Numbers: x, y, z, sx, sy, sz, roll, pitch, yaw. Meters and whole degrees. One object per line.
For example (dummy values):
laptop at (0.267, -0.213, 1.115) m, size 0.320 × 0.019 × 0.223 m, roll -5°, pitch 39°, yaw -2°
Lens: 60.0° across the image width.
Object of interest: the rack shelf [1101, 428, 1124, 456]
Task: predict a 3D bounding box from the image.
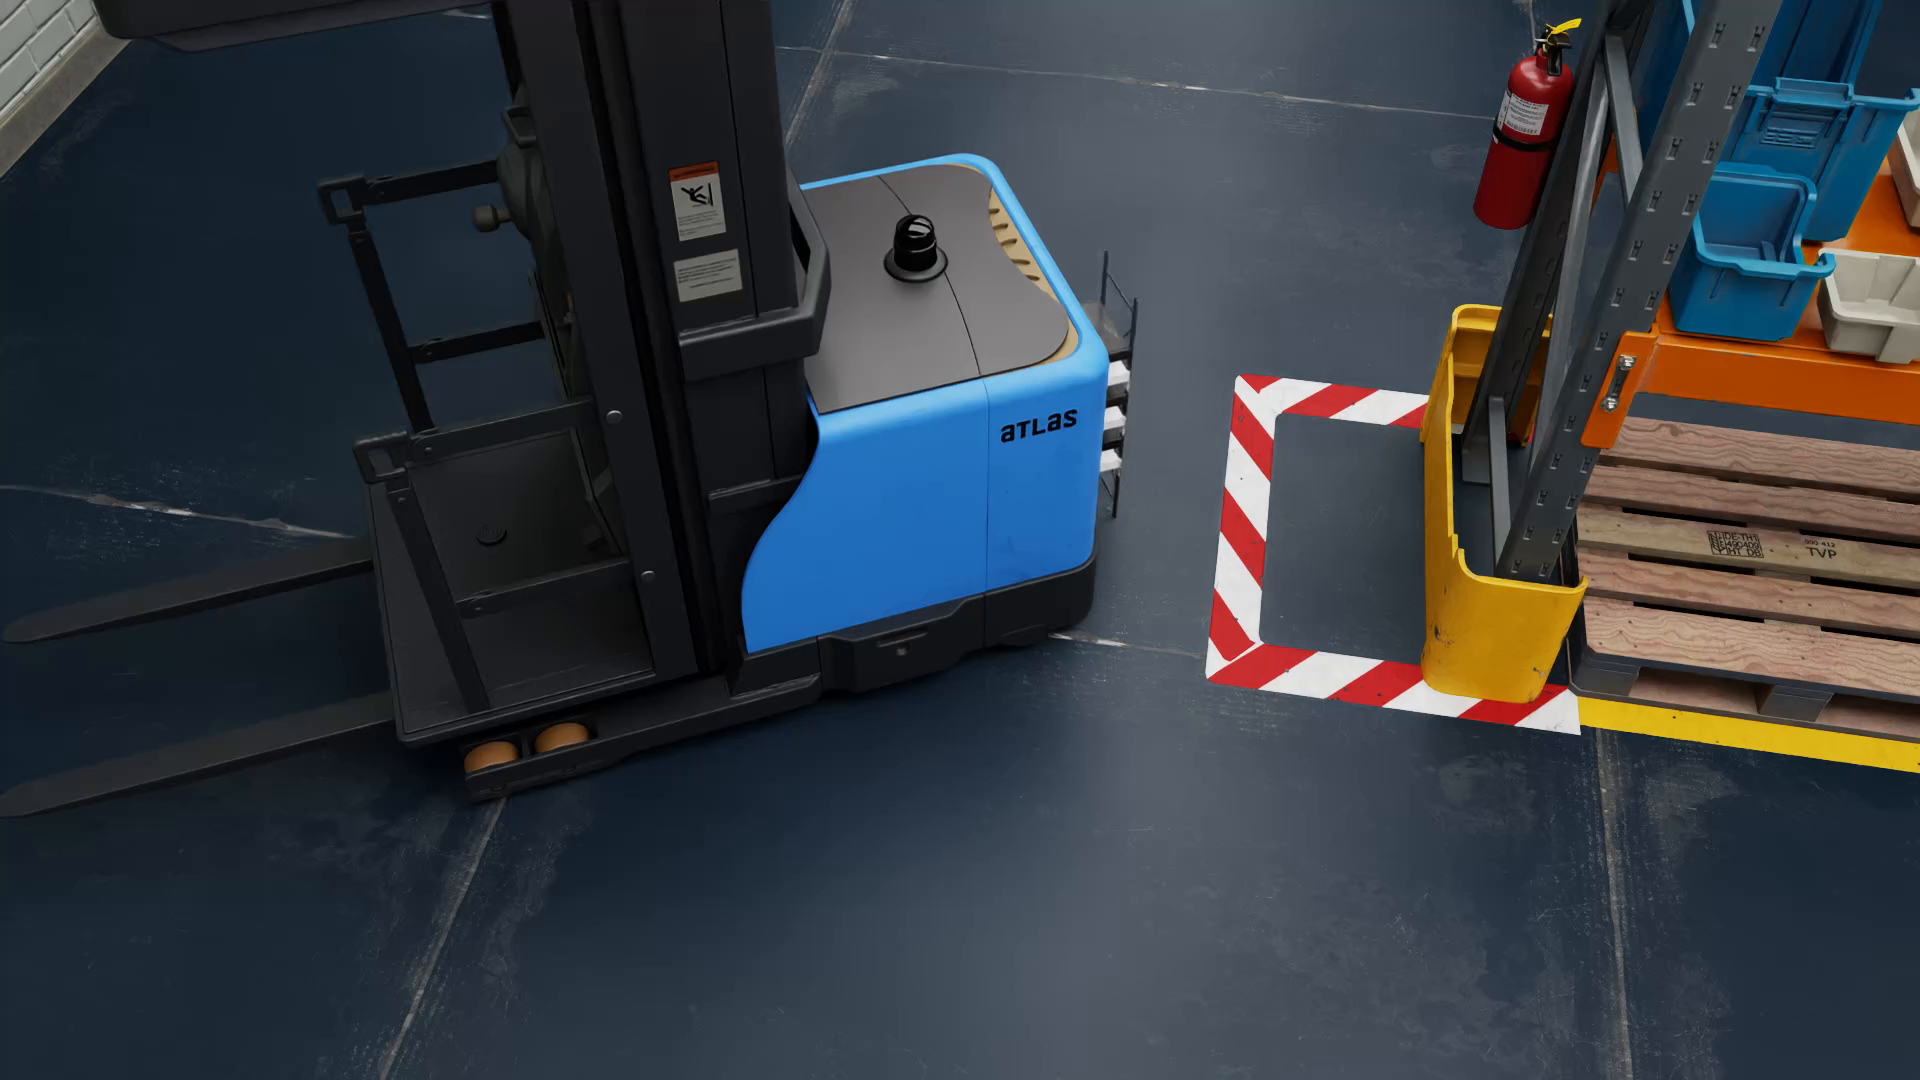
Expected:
rack shelf at (0.362, -0.345, 5.121) m, size 0.200 × 0.077 × 0.258 m, roll -14°, pitch 50°, yaw -12°

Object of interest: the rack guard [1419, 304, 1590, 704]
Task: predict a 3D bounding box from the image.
rack guard at (1.621, -0.134, 5.034) m, size 0.348 × 0.500 × 1.175 m, roll 8°, pitch 49°, yaw 7°

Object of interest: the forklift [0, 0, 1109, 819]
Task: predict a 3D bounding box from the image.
forklift at (-1.175, -0.711, 3.919) m, size 3.031 × 2.935 × 1.130 m, roll -14°, pitch 50°, yaw -12°

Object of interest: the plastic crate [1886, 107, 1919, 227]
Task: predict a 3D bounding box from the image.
plastic crate at (2.482, -0.932, 4.208) m, size 0.243 × 0.136 × 0.396 m, roll 8°, pitch 49°, yaw 7°

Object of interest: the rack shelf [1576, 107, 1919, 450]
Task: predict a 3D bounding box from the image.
rack shelf at (3.615, -0.471, 4.140) m, size 4.000 × 0.370 × 1.077 m, roll 8°, pitch 49°, yaw 7°

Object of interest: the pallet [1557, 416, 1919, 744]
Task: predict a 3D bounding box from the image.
pallet at (2.452, 0.094, 5.024) m, size 1.213 × 0.211 × 1.003 m, roll 8°, pitch 49°, yaw 7°

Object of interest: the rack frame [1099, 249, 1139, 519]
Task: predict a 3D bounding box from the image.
rack frame at (0.458, -0.452, 5.051) m, size 0.006 × 0.900 × 0.240 m, roll -14°, pitch 50°, yaw -12°

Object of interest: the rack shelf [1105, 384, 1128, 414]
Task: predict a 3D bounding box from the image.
rack shelf at (0.362, -0.466, 4.987) m, size 0.200 × 0.077 × 0.258 m, roll -14°, pitch 50°, yaw -12°

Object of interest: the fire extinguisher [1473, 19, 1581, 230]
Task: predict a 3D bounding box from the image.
fire extinguisher at (1.579, -1.178, 4.594) m, size 0.183 × 0.674 × 0.296 m, roll 8°, pitch 49°, yaw 7°

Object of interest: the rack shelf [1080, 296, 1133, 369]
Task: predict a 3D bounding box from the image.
rack shelf at (0.362, -0.586, 4.853) m, size 0.200 × 0.077 × 0.258 m, roll -14°, pitch 50°, yaw -12°

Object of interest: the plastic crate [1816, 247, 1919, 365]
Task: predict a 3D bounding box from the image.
plastic crate at (2.132, -0.531, 3.847) m, size 0.298 × 0.136 × 0.250 m, roll 8°, pitch 49°, yaw 7°

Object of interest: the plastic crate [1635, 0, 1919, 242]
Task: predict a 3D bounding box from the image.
plastic crate at (2.010, -1.100, 4.158) m, size 0.499 × 0.435 × 0.616 m, roll 8°, pitch 49°, yaw 7°

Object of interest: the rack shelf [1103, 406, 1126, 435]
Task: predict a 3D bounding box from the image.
rack shelf at (0.362, -0.405, 5.054) m, size 0.200 × 0.077 × 0.258 m, roll -14°, pitch 50°, yaw -12°

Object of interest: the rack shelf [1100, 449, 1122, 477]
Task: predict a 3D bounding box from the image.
rack shelf at (0.362, -0.285, 5.188) m, size 0.200 × 0.077 × 0.258 m, roll -14°, pitch 50°, yaw -12°

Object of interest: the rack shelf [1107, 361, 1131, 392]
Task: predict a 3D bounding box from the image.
rack shelf at (0.362, -0.526, 4.920) m, size 0.200 × 0.077 × 0.258 m, roll -14°, pitch 50°, yaw -12°

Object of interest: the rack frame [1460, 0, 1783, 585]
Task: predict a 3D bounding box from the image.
rack frame at (1.647, -0.976, 4.110) m, size 0.127 × 3.000 × 1.000 m, roll 8°, pitch 49°, yaw 7°

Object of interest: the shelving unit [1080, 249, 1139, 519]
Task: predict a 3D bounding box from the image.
shelving unit at (0.362, -0.428, 5.029) m, size 0.210 × 0.900 × 0.258 m, roll -14°, pitch 50°, yaw -12°

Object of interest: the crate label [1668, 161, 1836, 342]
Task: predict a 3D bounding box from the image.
crate label at (1.831, -0.666, 3.904) m, size 0.303 × 0.233 × 0.416 m, roll 8°, pitch 49°, yaw 7°
